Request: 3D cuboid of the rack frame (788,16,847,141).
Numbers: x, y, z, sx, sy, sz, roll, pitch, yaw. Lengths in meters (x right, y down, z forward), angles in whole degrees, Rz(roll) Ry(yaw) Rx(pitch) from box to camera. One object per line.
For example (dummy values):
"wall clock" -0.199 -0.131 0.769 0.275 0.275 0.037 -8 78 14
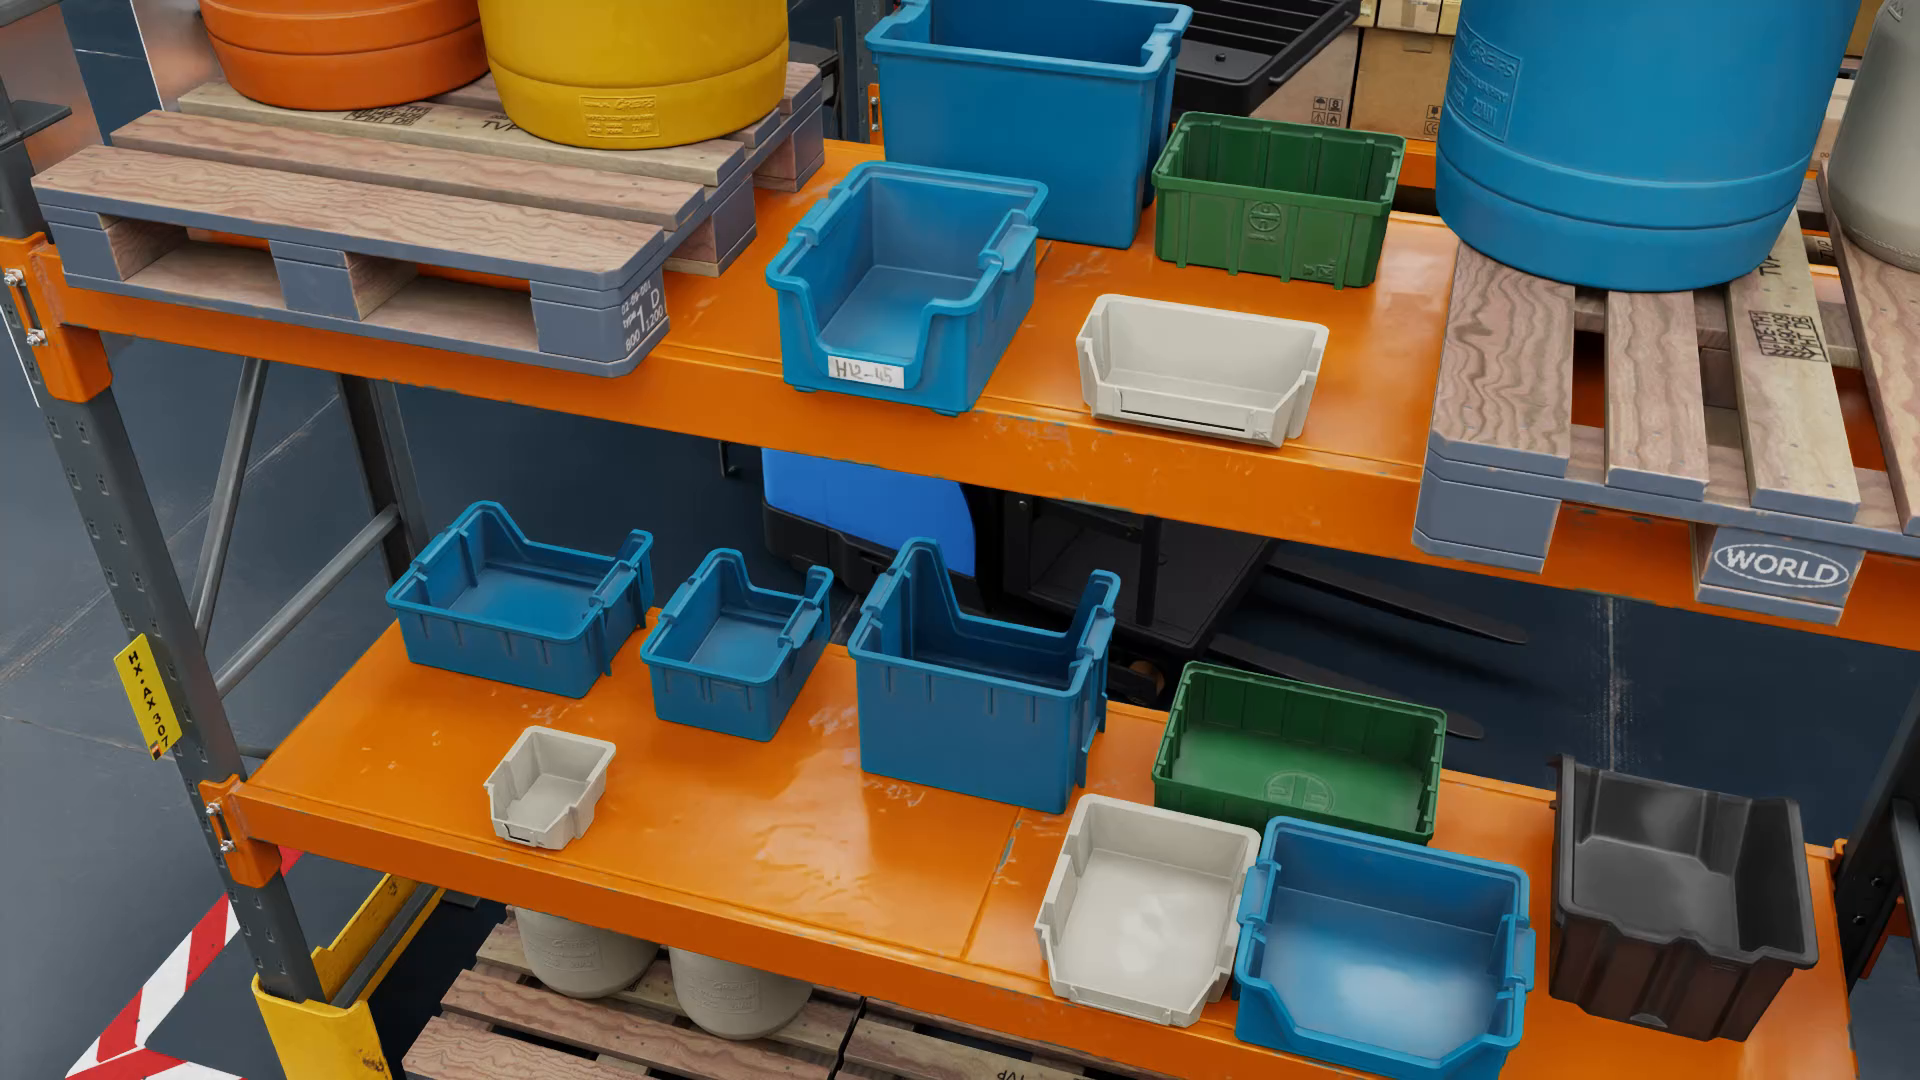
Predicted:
"rack frame" -0.565 -1.093 6.963 0.015 2.100 0.400 19 40 24

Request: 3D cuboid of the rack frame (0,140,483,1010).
"rack frame" -1.769 0.179 4.477 0.127 3.000 1.000 10 38 14

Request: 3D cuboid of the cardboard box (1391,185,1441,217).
"cardboard box" 2.069 -1.420 7.981 0.500 0.500 0.500 10 38 14

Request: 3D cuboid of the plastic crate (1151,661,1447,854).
"plastic crate" 0.837 0.571 4.122 0.662 0.188 0.450 10 38 14

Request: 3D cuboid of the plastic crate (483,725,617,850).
"plastic crate" -1.011 0.625 4.093 0.250 0.136 0.298 10 38 14

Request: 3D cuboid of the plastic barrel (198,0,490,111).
"plastic barrel" -1.268 -1.358 3.317 0.708 0.830 0.600 10 38 14

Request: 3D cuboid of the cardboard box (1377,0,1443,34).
"cardboard box" 1.994 -2.370 7.308 0.250 0.149 0.380 12 38 15

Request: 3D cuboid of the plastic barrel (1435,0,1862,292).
"plastic barrel" 1.131 -0.930 2.675 0.708 0.901 0.600 10 38 14

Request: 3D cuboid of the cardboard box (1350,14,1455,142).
"cardboard box" 2.121 -2.212 7.640 0.500 0.500 0.700 11 38 15

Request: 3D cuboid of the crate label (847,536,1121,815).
"crate label" 0.068 0.337 4.232 0.616 0.435 0.502 10 38 14

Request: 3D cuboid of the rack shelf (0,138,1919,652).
"rack shelf" 0.140 -0.386 3.321 4.000 0.370 1.077 10 38 14

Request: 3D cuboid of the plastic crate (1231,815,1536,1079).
"plastic crate" 0.911 0.904 3.617 0.616 0.251 0.499 10 38 14

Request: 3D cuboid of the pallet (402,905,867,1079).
"pallet" -0.909 1.435 5.122 1.213 0.211 1.003 10 38 14

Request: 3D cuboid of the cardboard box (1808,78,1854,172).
"cardboard box" 4.012 -1.794 7.283 0.500 0.250 0.500 13 38 17

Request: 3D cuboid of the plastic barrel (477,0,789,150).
"plastic barrel" -0.643 -1.145 3.231 0.600 0.588 0.600 0 36 0

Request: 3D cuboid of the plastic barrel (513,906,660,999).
"plastic barrel" -1.118 1.085 4.990 0.421 0.512 0.421 0 36 0

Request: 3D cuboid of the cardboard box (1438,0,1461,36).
"cardboard box" 2.235 -2.326 7.248 0.250 0.149 0.380 10 38 14

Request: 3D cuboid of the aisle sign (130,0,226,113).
"aisle sign" -1.750 -1.049 3.952 0.004 0.787 0.394 10 38 14

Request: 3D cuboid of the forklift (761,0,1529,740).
"forklift" 0.704 -0.910 6.014 3.031 2.935 1.130 19 40 24

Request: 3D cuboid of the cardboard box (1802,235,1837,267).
"cardboard box" 4.001 -1.295 7.971 0.500 0.311 0.500 10 38 14

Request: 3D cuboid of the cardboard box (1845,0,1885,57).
"cardboard box" 6.218 -3.707 11.493 0.500 0.500 0.700 10 37 13

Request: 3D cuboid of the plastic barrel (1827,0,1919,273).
"plastic barrel" 1.696 -0.724 2.724 0.421 0.512 0.421 0 36 0

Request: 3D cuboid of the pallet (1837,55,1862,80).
"pallet" 5.746 -3.460 11.773 1.213 0.211 1.003 10 38 14

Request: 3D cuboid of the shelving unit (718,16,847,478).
"shelving unit" -0.777 -1.165 7.061 0.503 2.100 0.431 19 40 24

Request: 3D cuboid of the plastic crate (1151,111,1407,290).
"plastic crate" 0.624 -0.670 3.278 0.450 0.188 0.336 10 38 14

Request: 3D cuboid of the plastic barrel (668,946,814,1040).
"plastic barrel" -0.640 1.173 4.870 0.421 0.512 0.421 0 36 0

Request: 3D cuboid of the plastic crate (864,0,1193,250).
"plastic crate" 0.141 -0.856 3.366 0.575 0.384 0.392 10 38 14

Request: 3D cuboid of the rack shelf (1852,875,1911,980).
"rack shelf" 3.958 1.529 3.249 4.000 0.370 1.077 10 38 14

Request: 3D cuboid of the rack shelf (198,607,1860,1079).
"rack shelf" 0.140 0.822 4.210 4.000 0.370 1.077 10 38 14

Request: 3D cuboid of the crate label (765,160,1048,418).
"crate label" -0.081 -0.452 2.928 0.408 0.251 0.502 10 38 14

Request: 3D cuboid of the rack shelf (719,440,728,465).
"rack shelf" -0.777 -0.590 7.484 0.480 0.518 0.431 19 40 24

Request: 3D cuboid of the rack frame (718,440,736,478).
"rack frame" -0.989 -1.237 7.159 0.015 2.100 0.400 19 40 24

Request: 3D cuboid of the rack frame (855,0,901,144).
"rack frame" -0.289 -2.623 8.284 0.127 3.000 1.000 10 38 14

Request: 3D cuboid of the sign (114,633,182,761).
"sign" -1.938 0.378 3.973 0.005 0.325 0.100 10 38 14

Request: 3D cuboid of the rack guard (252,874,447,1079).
"rack guard" -1.683 1.172 5.236 0.348 0.500 1.175 10 38 14

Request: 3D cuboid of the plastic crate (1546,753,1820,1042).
"plastic crate" 1.587 0.746 3.758 0.504 0.338 0.767 10 38 14

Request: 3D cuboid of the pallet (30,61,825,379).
"pallet" -1.009 -0.752 3.370 1.213 0.211 1.003 10 38 14

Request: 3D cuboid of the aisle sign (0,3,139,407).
"aisle sign" -1.925 -0.715 3.498 0.004 0.787 0.394 10 38 14

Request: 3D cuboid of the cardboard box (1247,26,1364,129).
"cardboard box" 1.631 -2.302 7.762 0.500 0.500 0.700 12 38 15

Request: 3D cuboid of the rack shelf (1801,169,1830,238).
"rack shelf" 5.438 -1.273 7.056 4.000 0.370 1.077 10 38 14

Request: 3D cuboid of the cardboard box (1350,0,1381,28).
"cardboard box" 1.740 -2.415 7.369 0.250 0.149 0.380 12 38 15

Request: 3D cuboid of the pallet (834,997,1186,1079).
"pallet" 0.252 1.652 4.828 1.213 0.211 1.003 10 38 14

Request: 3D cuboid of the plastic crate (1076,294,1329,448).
"plastic crate" 0.396 -0.271 2.780 0.396 0.136 0.243 10 38 14

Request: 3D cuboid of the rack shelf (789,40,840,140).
"rack shelf" -0.777 -1.718 6.654 0.480 0.518 0.431 19 40 24

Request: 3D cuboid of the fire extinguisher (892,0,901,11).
"fire extinguisher" -0.263 -2.876 8.692 0.183 0.674 0.296 10 38 14

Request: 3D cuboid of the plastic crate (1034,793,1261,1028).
"plastic crate" 0.423 0.848 3.790 0.437 0.136 0.530 10 38 14

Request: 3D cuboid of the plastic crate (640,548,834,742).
"plastic crate" -0.584 0.276 4.470 0.408 0.251 0.499 10 38 14

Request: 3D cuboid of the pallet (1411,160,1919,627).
"pallet" 1.331 -0.319 2.781 1.003 0.211 1.213 10 38 14

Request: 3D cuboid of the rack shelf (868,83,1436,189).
"rack shelf" 1.620 -1.980 8.017 4.000 0.370 1.077 10 38 14

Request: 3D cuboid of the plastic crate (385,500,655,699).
"plastic crate" -1.202 0.158 4.631 0.616 0.251 0.499 10 38 14
